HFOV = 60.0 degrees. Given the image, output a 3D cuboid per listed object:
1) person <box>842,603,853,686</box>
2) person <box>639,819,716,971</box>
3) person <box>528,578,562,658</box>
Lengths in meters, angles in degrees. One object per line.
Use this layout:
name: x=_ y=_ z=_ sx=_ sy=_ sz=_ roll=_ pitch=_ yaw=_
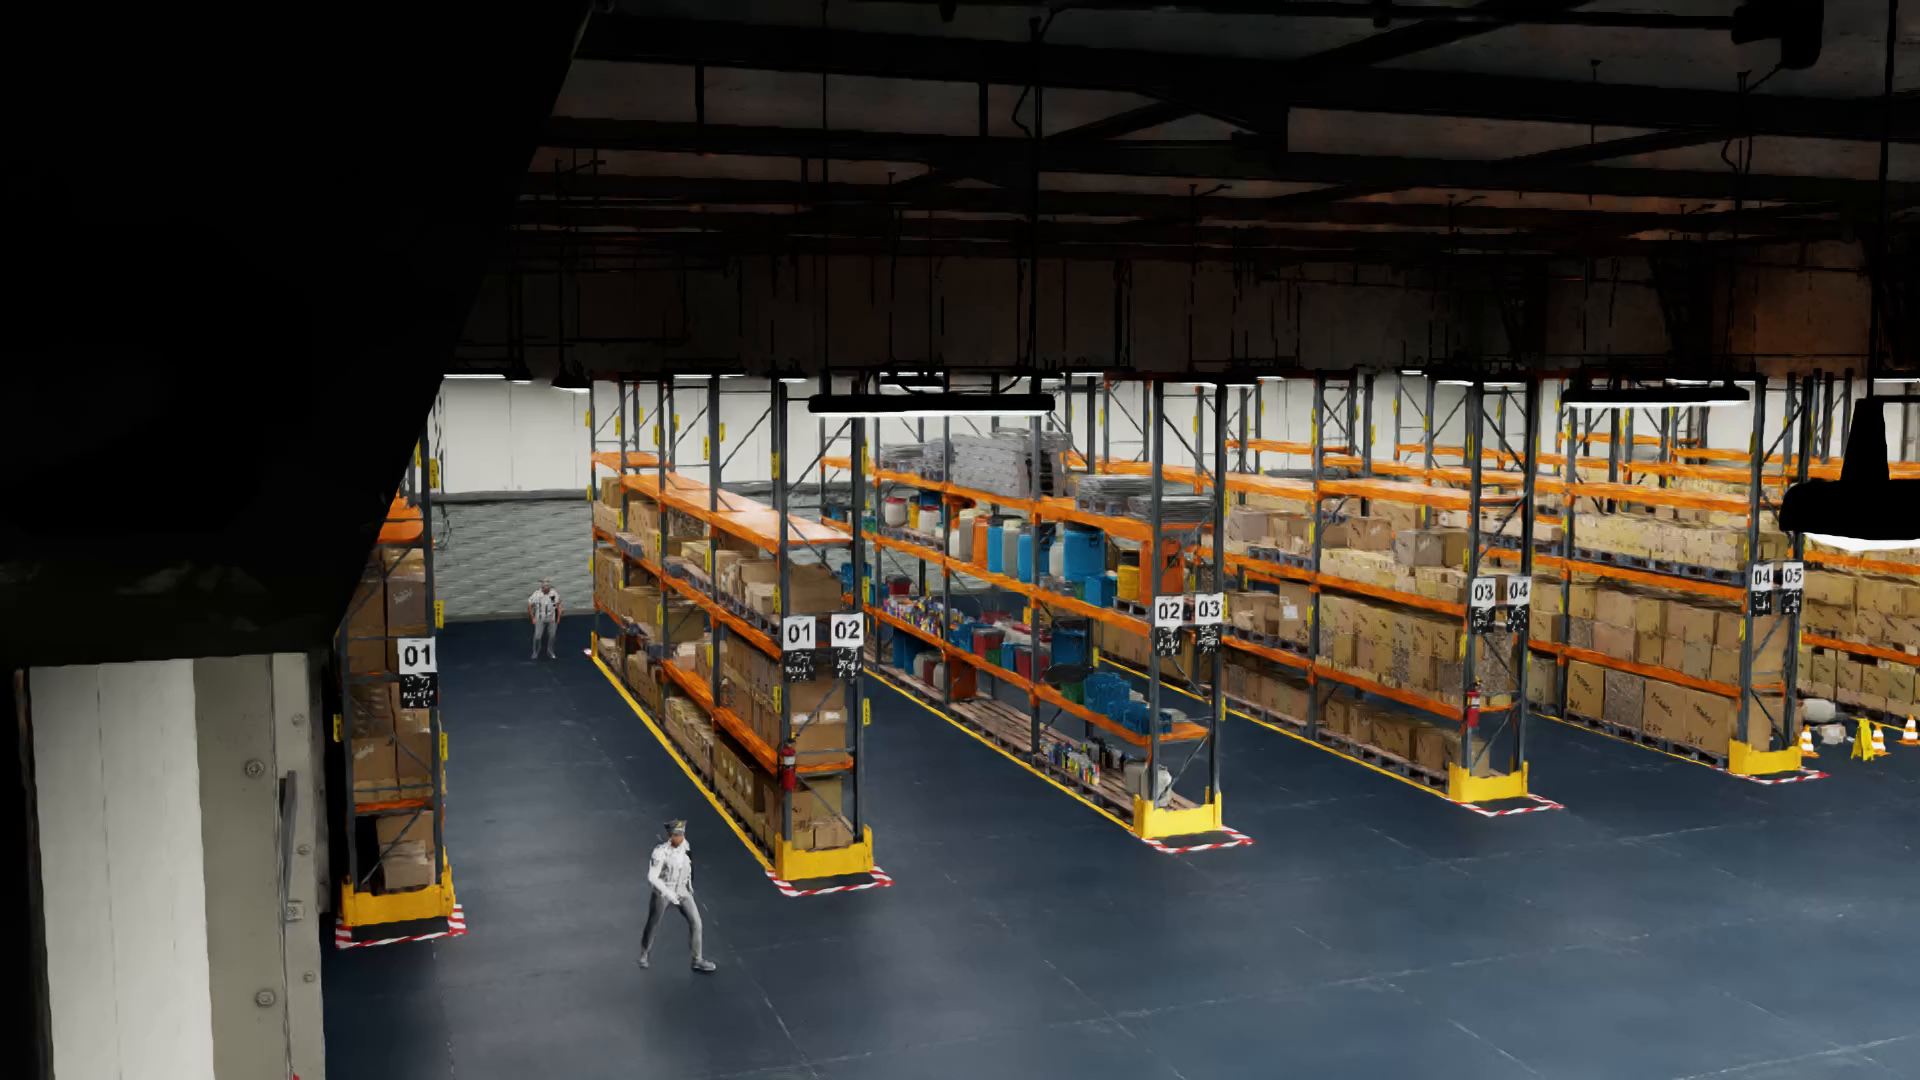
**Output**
person: x=-2.252 y=1.979 z=31.866 sx=0.447 sy=1.574 sz=1.088 roll=-2 pitch=7 yaw=-18
person: x=-2.971 y=3.616 z=17.103 sx=0.630 sy=1.608 sz=0.811 roll=-5 pitch=8 yaw=-37
person: x=-8.643 y=1.624 z=34.642 sx=0.682 sy=1.710 sz=0.542 roll=-2 pitch=7 yaw=-21
